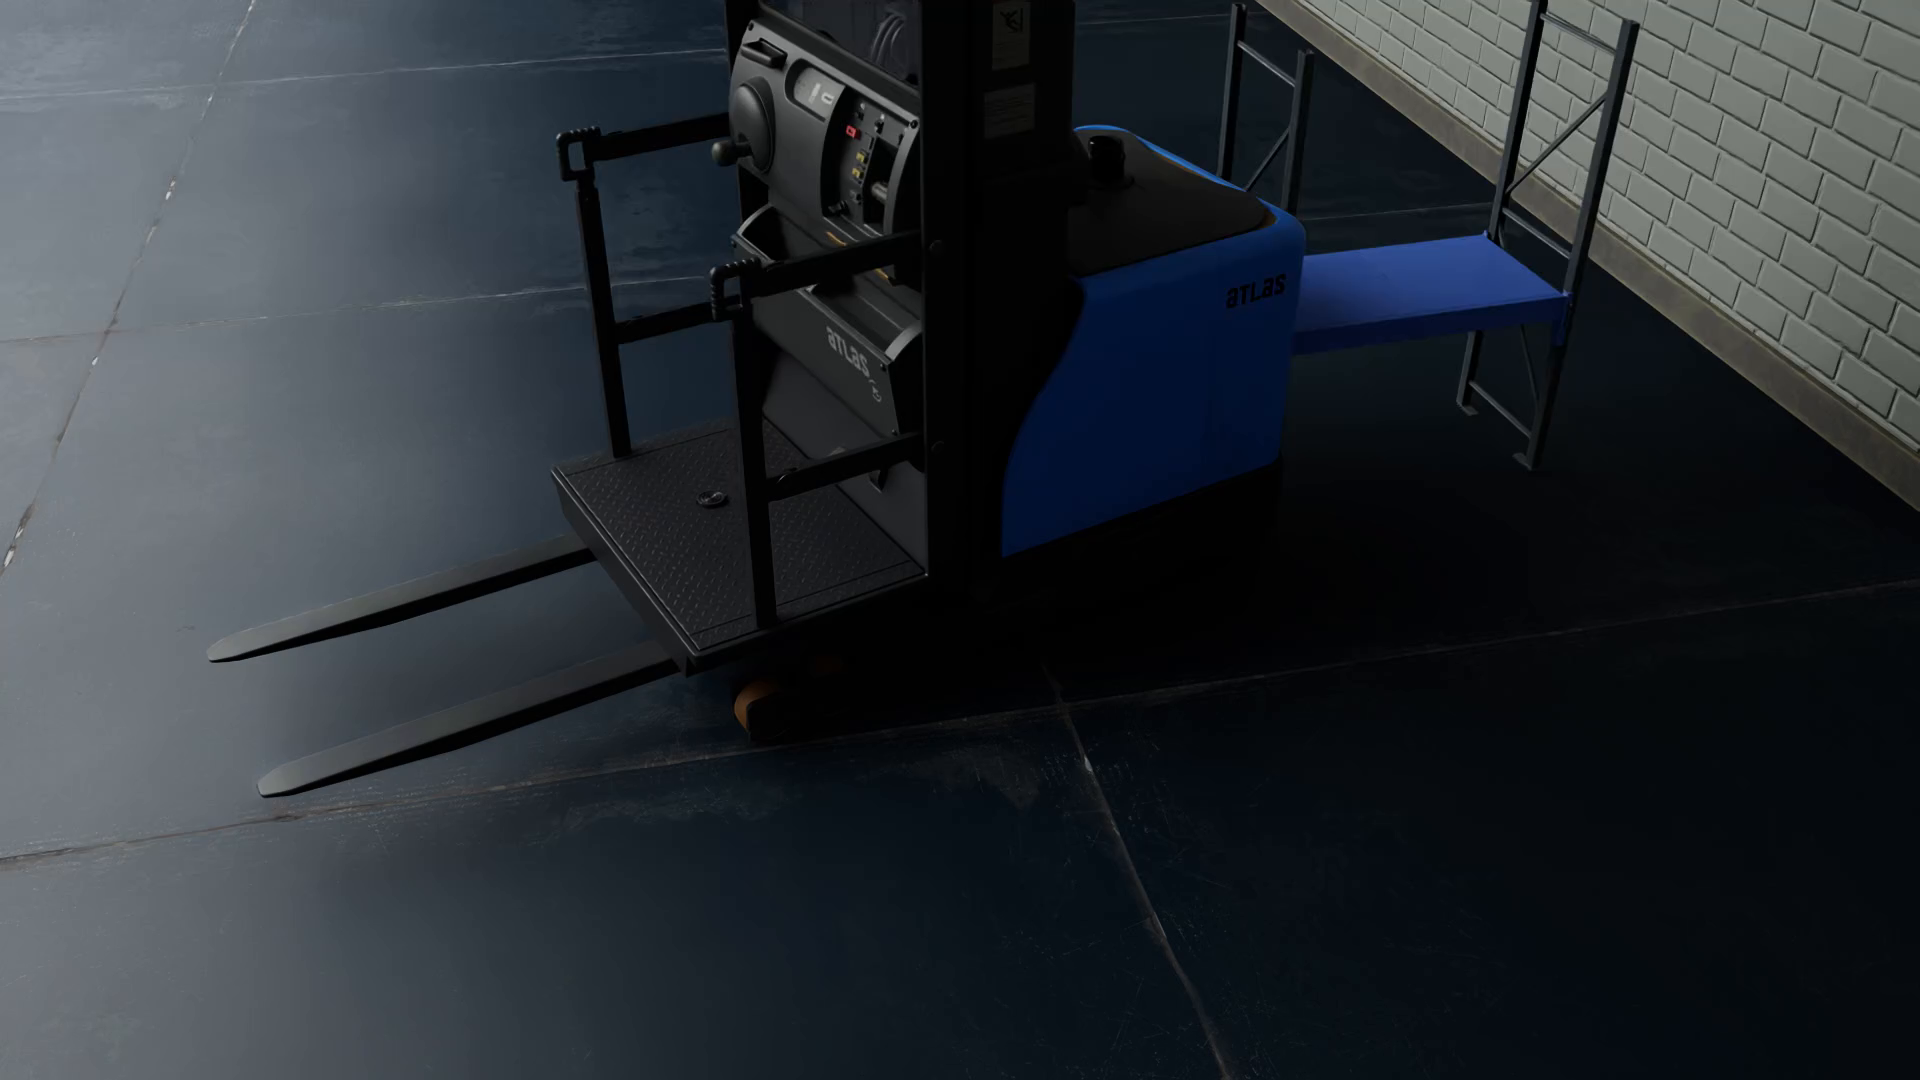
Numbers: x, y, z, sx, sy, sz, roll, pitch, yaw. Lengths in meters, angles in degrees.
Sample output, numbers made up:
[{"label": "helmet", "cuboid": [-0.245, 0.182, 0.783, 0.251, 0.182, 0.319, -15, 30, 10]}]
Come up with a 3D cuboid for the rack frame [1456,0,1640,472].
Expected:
[{"label": "rack frame", "cuboid": [1.867, -0.988, 5.376, 0.032, 1.500, 0.500, -9, 35, -13]}]

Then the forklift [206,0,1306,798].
[{"label": "forklift", "cuboid": [-0.536, -1.020, 4.139, 3.031, 2.935, 1.130, -19, 38, -26]}]

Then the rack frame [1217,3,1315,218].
[{"label": "rack frame", "cuboid": [0.888, -0.835, 5.149, 0.032, 1.500, 0.500, -9, 35, -13]}]

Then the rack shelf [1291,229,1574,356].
[{"label": "rack shelf", "cuboid": [1.378, -0.762, 5.363, 1.000, 0.185, 0.538, -9, 35, -13]}]

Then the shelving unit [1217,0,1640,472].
[{"label": "shelving unit", "cuboid": [1.378, -0.912, 5.262, 1.048, 1.500, 0.538, -9, 35, -13]}]
